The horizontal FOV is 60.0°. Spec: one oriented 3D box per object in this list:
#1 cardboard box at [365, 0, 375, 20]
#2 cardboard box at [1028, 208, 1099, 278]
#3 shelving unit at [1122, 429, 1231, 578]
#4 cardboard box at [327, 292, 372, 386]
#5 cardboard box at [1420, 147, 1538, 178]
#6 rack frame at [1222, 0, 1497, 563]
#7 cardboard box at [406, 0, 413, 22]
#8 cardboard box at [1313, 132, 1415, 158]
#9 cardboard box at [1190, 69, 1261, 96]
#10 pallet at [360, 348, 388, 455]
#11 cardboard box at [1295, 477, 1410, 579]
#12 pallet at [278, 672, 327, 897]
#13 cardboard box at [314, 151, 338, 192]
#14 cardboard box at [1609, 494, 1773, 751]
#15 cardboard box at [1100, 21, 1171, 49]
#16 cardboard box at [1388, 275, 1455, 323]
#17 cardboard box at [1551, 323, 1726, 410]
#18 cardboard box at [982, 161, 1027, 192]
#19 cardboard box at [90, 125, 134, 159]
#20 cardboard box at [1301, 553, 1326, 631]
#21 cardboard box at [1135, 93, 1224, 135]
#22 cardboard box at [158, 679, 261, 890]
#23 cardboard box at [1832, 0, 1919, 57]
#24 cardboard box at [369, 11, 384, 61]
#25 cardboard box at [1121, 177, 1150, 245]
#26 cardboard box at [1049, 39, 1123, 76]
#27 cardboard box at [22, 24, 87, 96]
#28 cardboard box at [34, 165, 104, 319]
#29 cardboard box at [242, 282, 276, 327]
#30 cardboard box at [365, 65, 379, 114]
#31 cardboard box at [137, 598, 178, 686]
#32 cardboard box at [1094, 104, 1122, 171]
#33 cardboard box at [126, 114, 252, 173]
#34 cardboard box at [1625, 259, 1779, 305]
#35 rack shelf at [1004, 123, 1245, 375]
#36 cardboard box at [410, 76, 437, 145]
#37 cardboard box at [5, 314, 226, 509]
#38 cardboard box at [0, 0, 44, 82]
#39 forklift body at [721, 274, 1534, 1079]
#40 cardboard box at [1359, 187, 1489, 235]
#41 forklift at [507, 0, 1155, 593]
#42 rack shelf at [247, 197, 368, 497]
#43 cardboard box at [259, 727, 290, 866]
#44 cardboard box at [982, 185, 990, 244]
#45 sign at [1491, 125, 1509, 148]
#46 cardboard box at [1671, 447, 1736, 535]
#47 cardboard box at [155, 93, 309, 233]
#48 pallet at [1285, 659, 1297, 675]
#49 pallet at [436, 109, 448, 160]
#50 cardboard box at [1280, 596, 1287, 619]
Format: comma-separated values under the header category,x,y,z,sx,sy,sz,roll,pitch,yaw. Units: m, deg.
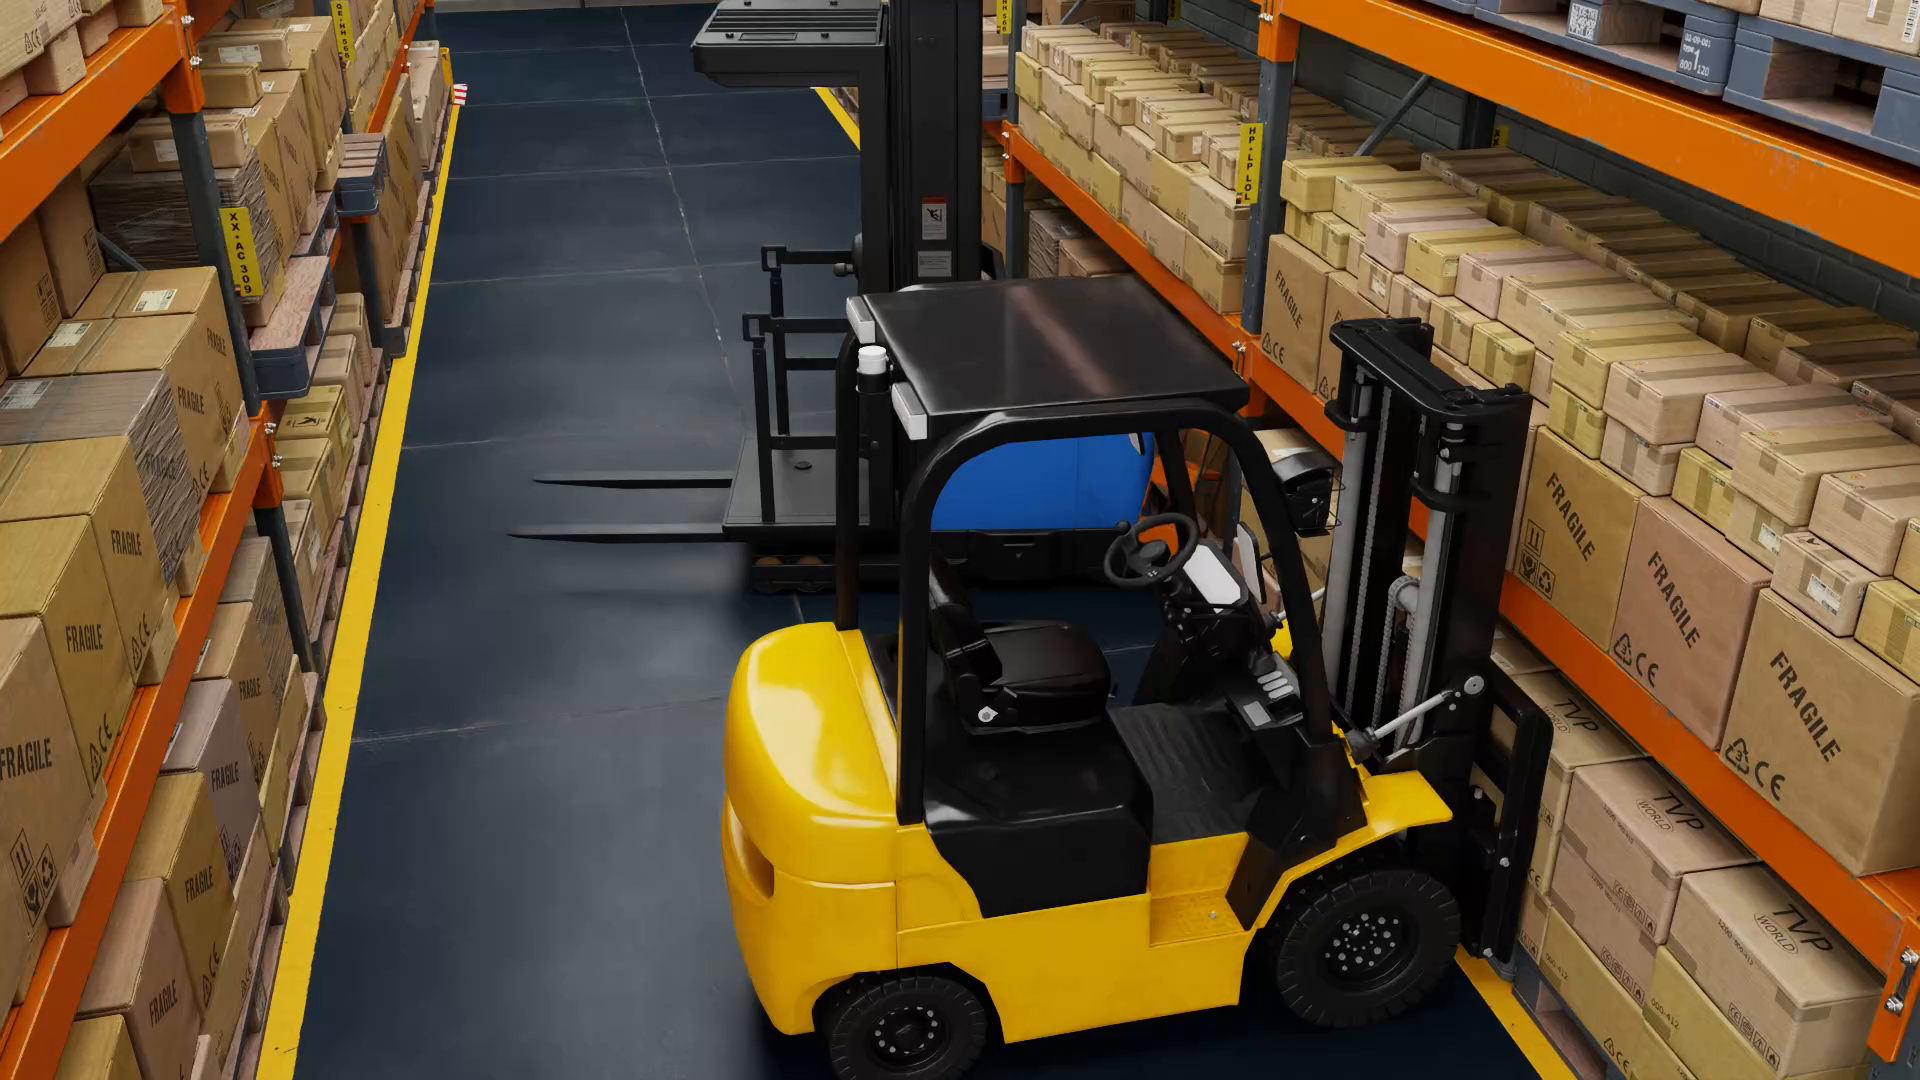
category,x,y,z,sx,sy,sz,roll,pitch,yaw
cardboard box,-4.240,-3.752,11.134,0.500,0.500,0.500,-6,27,-11
cardboard box,0.929,-1.710,10.479,0.875,0.625,0.625,-5,27,-10
shelving unit,1.015,-0.242,7.541,0.252,1.050,0.215,24,16,39
cardboard box,-3.916,-1.118,9.586,0.950,0.372,0.625,-8,28,-15
cardboard box,2.069,-1.460,6.652,0.380,0.149,0.250,-6,27,-11
rack frame,1.703,-1.102,7.104,1.000,3.000,0.127,-6,27,-12
cardboard box,-4.895,-4.607,13.938,0.500,0.500,0.500,-6,27,-11
cardboard box,1.823,-1.735,7.528,0.380,0.149,0.250,-7,28,-13
cardboard box,1.437,-2.398,8.841,0.380,0.149,0.250,-5,27,-10
pallet,-3.859,-0.764,9.530,1.003,0.211,1.213,-6,27,-12
cardboard box,1.612,-0.039,6.473,0.500,0.250,0.500,-6,27,-12
pallet,-2.947,0.940,6.154,1.003,0.211,1.213,-6,27,-12
cardboard box,-3.375,-1.861,8.420,0.380,0.149,0.250,-5,27,-11
cardboard box,2.130,0.191,4.431,0.500,0.500,0.500,-5,27,-10
cardboard box,1.072,-3.070,10.173,0.380,0.149,0.250,-5,27,-10
cardboard box,1.705,-0.813,5.702,0.380,0.149,0.250,-6,27,-12
cardboard box,1.933,-0.499,4.749,0.380,0.149,0.250,-5,27,-11
cardboard box,0.352,-2.527,11.516,0.380,0.149,0.250,-7,28,-14
cardboard box,-3.573,-1.358,6.705,0.500,0.500,0.500,-6,27,-11
cardboard box,1.627,0.179,6.596,0.500,0.250,0.500,-6,27,-12
cardboard box,1.093,-2.122,8.294,0.380,0.149,0.250,-6,27,-11
cardboard box,-2.505,0.788,5.112,0.500,0.500,0.500,-5,27,-9
cardboard box,2.122,-1.138,3.549,0.380,0.149,0.250,-7,28,-13
cardboard box,-4.225,-3.427,11.323,0.500,0.250,0.500,-5,27,-11
cardboard box,1.134,-1.671,8.398,0.500,0.250,0.500,-6,27,-11
cardboard box,0.731,-2.795,9.628,0.380,0.149,0.250,-5,27,-10
cardboard box,-2.546,-1.263,4.372,0.380,0.149,0.250,-5,27,-10
cardboard box,-3.244,-1.005,5.361,0.700,0.500,0.500,-6,27,-12
cardboard box,-2.949,-0.946,6.609,0.380,0.149,0.250,-6,27,-11
cardboard box,-4.144,-2.980,10.992,0.500,0.250,0.500,-5,27,-10
cardboard box,-2.409,0.296,4.613,0.380,0.149,0.250,-6,27,-11
cardboard box,1.015,-2.121,8.736,0.500,0.250,0.500,-6,27,-11
cardboard box,-2.894,-1.493,6.253,0.380,0.149,0.250,-6,27,-12
cardboard box,2.353,-0.780,5.305,0.380,0.149,0.250,-5,27,-10
rack shelf,1.252,-1.659,9.006,1.077,0.370,4.000,-6,27,-12
cardboard box,-5.175,-3.832,14.890,0.875,0.438,0.875,-7,28,-13
cardboard box,-2.667,-0.379,5.230,0.500,0.500,0.500,-5,27,-10
cardboard box,-2.426,-1.166,3.739,0.500,0.250,0.500,-5,27,-10
forklift body,0.399,0.386,5.099,2.313,2.155,1.214,-6,27,-12
cardboard box,1.699,-1.182,6.103,0.380,0.149,0.250,-6,27,-13
forklift,-0.625,-1.302,7.576,3.031,2.935,1.130,-1,27,-1
rack shelf,-3.583,-1.153,8.004,1.077,0.370,4.000,-6,27,-12
cardboard box,-2.607,0.909,5.706,0.500,0.250,0.500,-7,28,-13
cardboard box,0.394,-2.314,11.814,0.500,0.500,0.500,-6,27,-12
sign,2.243,-1.581,7.005,0.100,0.325,0.005,-6,27,-12
cardboard box,2.123,-0.143,4.374,0.380,0.149,0.250,-6,27,-12
cardboard box,-3.170,-1.634,7.252,0.500,0.500,0.500,-6,27,-12
pallet,1.841,0.496,7.033,1.003,0.211,1.213,-6,27,-12
pallet,-5.309,-3.742,15.429,1.003,0.211,1.213,-6,27,-12
cardboard box,1.619,0.405,6.703,0.500,0.250,0.500,-7,28,-13
